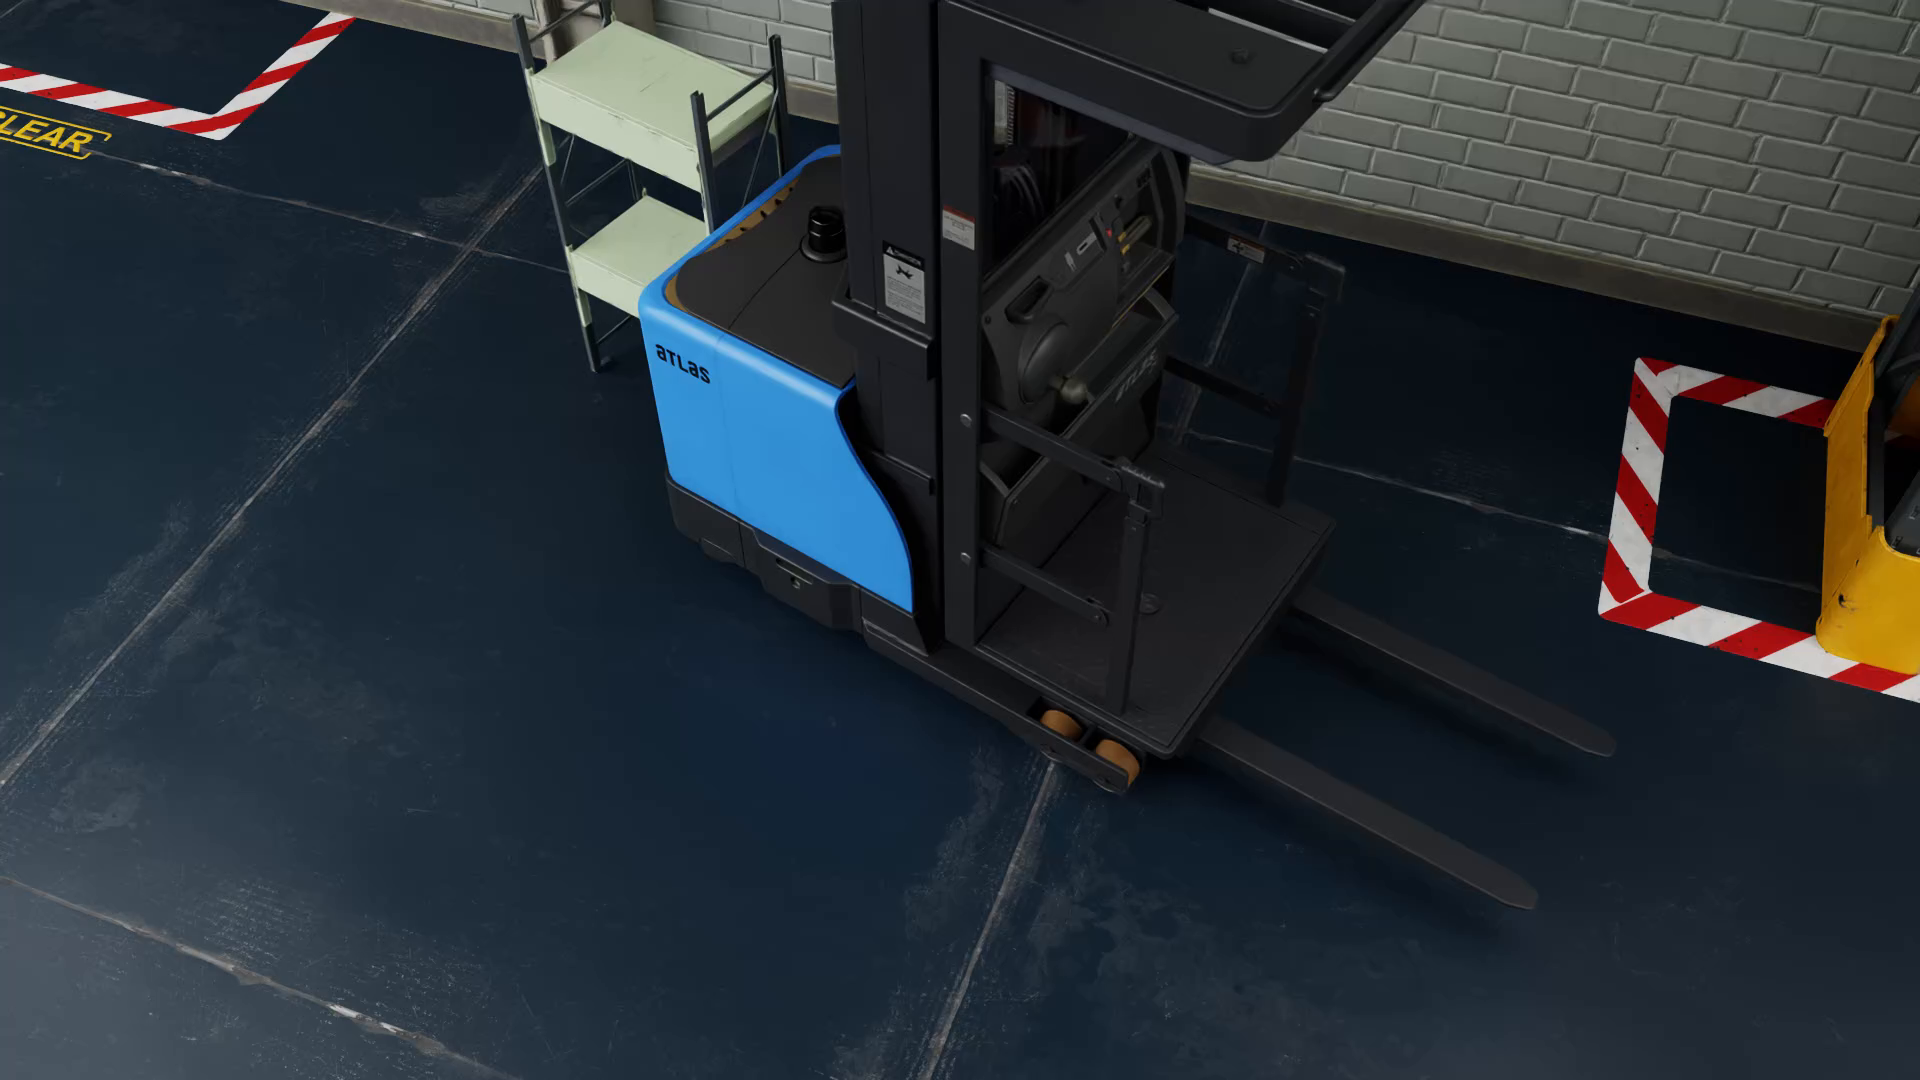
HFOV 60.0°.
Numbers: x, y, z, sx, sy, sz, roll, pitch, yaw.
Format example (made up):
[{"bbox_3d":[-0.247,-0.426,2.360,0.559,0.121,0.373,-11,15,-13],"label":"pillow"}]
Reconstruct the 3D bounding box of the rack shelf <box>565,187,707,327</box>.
[{"bbox_3d":[-0.975,-0.882,5.954,0.720,0.370,0.431,28,55,22],"label":"rack shelf"}]

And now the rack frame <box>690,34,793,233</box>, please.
[{"bbox_3d":[-0.674,-0.939,5.571,0.023,1.500,0.400,28,55,22],"label":"rack frame"}]

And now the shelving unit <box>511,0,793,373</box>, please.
[{"bbox_3d":[-0.975,-1.096,5.707,0.755,1.500,0.431,28,55,22],"label":"shelving unit"}]

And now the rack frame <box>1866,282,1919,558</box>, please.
[{"bbox_3d":[3.090,-1.011,4.641,0.127,3.000,1.000,16,51,13],"label":"rack frame"}]

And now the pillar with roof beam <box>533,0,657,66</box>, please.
[{"bbox_3d":[-3.074,-1.925,1.463,0.400,9.000,9.100,16,51,13],"label":"pillar with roof beam"}]

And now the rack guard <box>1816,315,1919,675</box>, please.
[{"bbox_3d":[3.161,-0.172,5.568,0.348,0.500,1.175,16,51,13],"label":"rack guard"}]

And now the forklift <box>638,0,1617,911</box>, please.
[{"bbox_3d":[0.515,-0.653,4.376,3.031,2.935,1.130,28,55,22],"label":"forklift"}]

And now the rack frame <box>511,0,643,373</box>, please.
[{"bbox_3d":[-1.276,-1.253,5.844,0.023,1.500,0.400,28,55,22],"label":"rack frame"}]

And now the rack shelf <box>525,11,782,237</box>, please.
[{"bbox_3d":[-0.975,-1.352,5.412,0.720,0.370,0.431,28,55,22],"label":"rack shelf"}]
